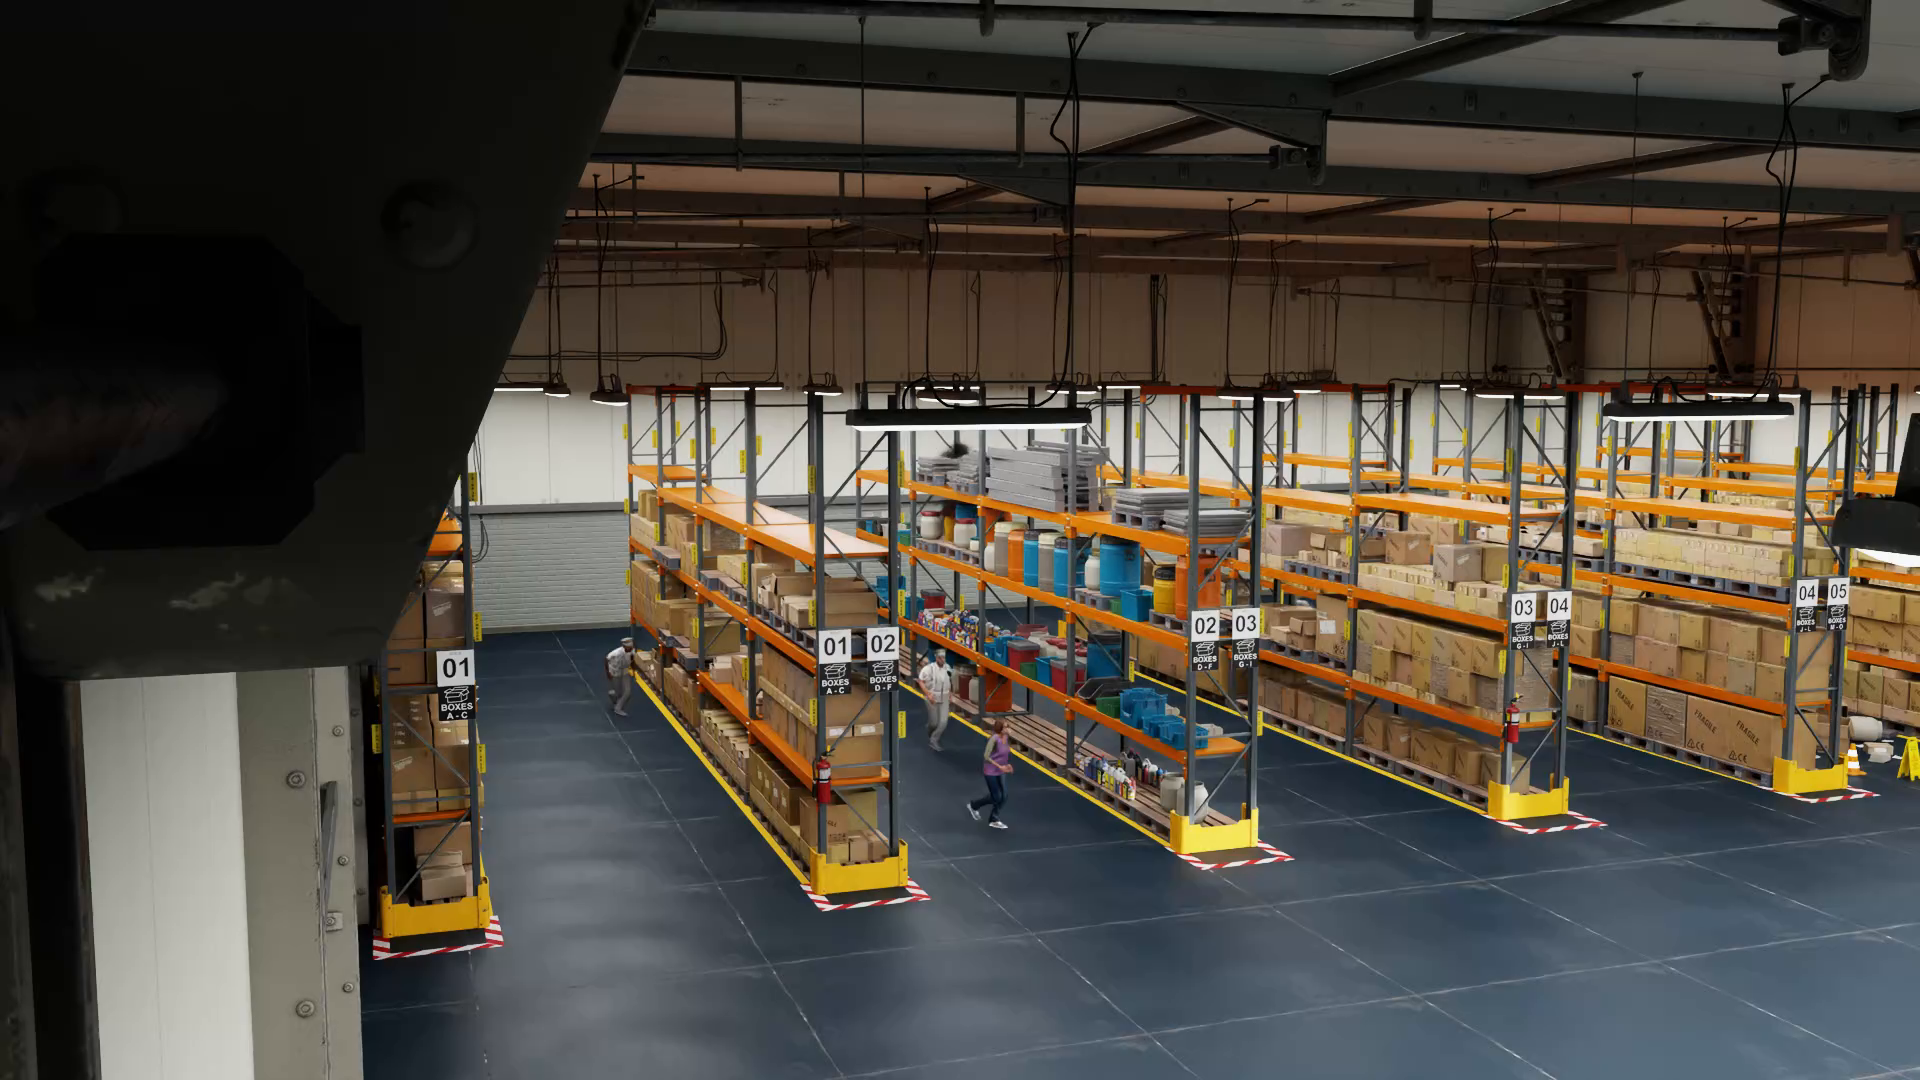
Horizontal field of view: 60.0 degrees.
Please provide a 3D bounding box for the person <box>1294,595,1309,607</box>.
[{"bbox_3d":[8.546,1.235,41.916,0.617,1.573,0.543,-3,7,-26],"label":"person"}]

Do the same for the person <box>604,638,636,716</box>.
[{"bbox_3d":[-6.228,2.483,30.351,0.588,1.473,0.886,-5,7,-38],"label":"person"}]

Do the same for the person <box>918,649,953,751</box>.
[{"bbox_3d":[-0.418,2.628,27.726,0.655,1.728,0.595,-3,6,-24],"label":"person"}]

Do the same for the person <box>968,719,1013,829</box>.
[{"bbox_3d":[0.434,3.208,22.944,0.685,1.547,0.539,4,7,34],"label":"person"}]
